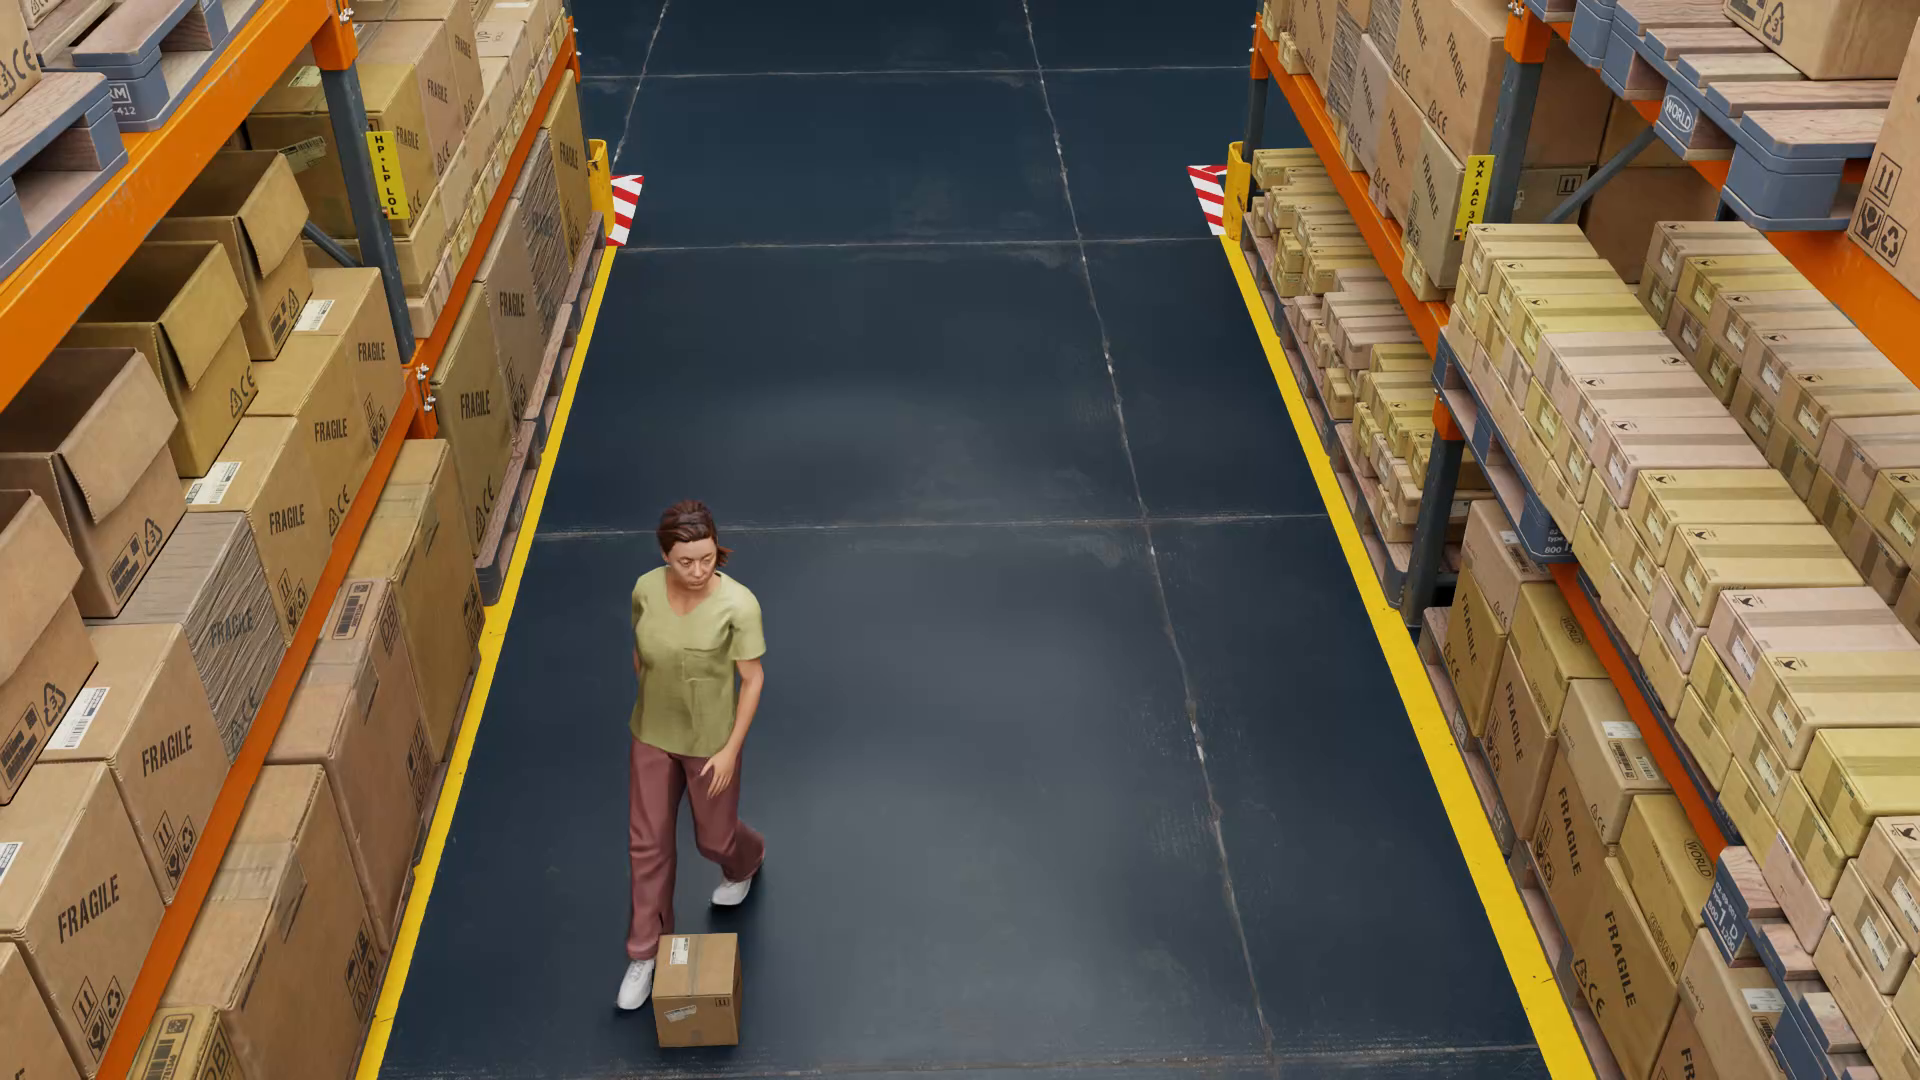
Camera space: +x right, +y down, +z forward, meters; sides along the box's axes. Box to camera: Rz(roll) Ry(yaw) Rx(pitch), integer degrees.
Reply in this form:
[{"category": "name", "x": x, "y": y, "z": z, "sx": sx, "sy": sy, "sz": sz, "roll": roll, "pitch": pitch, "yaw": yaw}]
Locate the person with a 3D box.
[{"category": "person", "x": -0.875, "y": 0.685, "z": 5.219, "sx": 0.467, "sy": 1.629, "sz": 0.774, "roll": 8, "pitch": 36, "yaw": 11}]
